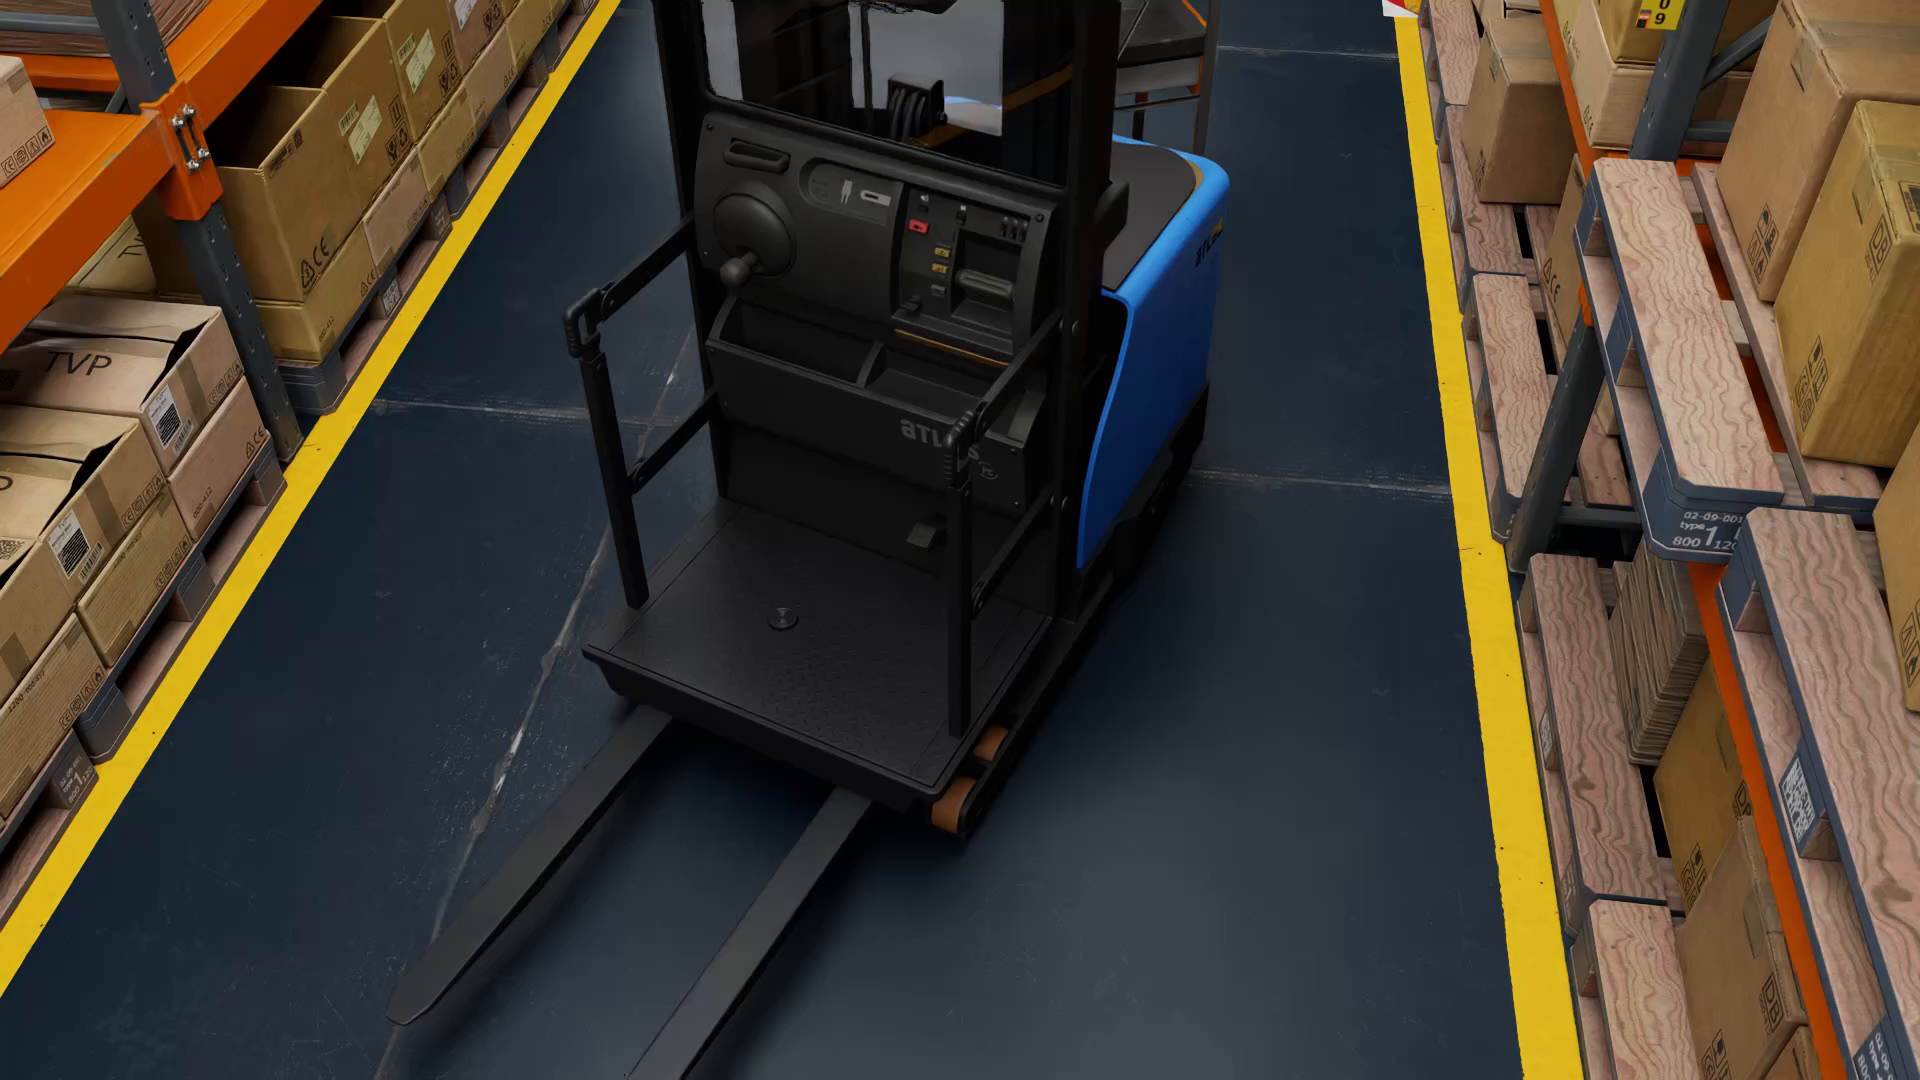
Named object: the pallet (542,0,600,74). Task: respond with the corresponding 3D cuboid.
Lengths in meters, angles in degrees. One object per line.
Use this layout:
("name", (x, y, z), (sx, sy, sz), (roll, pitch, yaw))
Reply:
("pallet", (-2.242, -2.615, 7.858), (1.003, 0.211, 1.213), (5, 44, 6))

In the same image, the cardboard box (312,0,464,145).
("cardboard box", (-2.207, -1.822, 6.142), (0.500, 0.500, 0.500), (5, 44, 6))

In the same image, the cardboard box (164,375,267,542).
("cardboard box", (-2.479, -0.272, 5.050), (0.500, 0.250, 0.500), (5, 44, 5))

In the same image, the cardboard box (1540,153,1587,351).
("cardboard box", (2.297, -0.942, 5.561), (0.500, 0.500, 0.500), (2, 43, 2))

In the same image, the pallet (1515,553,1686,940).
("pallet", (2.098, 0.564, 4.500), (1.003, 0.211, 1.213), (5, 44, 6))

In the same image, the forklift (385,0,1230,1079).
("forklift", (-0.320, -0.639, 3.794), (1.130, 2.935, 3.031), (20, 47, 19))

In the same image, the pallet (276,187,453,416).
("pallet", (-2.564, -0.952, 6.102), (1.003, 0.211, 1.213), (5, 44, 6))

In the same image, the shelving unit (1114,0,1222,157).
("shelving unit", (0.515, -1.499, 5.305), (0.431, 2.100, 0.503), (-12, 45, -12))

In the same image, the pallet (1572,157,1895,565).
("pallet", (1.954, -0.402, 3.632), (1.003, 0.211, 1.213), (5, 44, 6))

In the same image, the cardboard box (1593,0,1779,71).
("cardboard box", (1.956, -1.554, 4.259), (0.500, 0.500, 0.500), (5, 44, 5))

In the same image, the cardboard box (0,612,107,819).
("cardboard box", (-2.614, 0.422, 4.318), (0.500, 0.250, 0.500), (6, 44, 6))

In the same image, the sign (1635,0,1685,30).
("sign", (1.661, -1.337, 3.851), (0.100, 0.325, 0.005), (5, 44, 6))

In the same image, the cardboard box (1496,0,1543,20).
("cardboard box", (2.472, -2.036, 6.855), (0.500, 0.311, 0.500), (9, 44, 9))

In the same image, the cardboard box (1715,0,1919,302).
("cardboard box", (2.099, -0.831, 3.553), (0.700, 0.500, 0.500), (5, 44, 6))

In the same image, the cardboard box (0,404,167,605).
("cardboard box", (-2.543, -0.127, 4.489), (0.500, 0.311, 0.500), (6, 44, 7))

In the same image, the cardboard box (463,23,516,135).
("cardboard box", (-2.147, -1.891, 6.760), (0.500, 0.250, 0.500), (5, 44, 6))

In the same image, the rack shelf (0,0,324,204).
("rack shelf", (-2.447, -2.528, 6.262), (1.077, 0.370, 4.000), (5, 44, 6))

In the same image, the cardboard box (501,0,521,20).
("cardboard box", (-2.076, -2.504, 6.862), (0.500, 0.500, 0.500), (5, 44, 6))

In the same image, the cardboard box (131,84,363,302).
("cardboard box", (-2.339, -1.141, 5.422), (0.500, 0.500, 0.500), (5, 44, 6))

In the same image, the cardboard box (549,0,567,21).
("cardboard box", (-2.014, -2.573, 7.480), (0.500, 0.250, 0.500), (5, 44, 6))

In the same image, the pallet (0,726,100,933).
("pallet", (-2.929, 0.925, 4.119), (1.003, 0.211, 1.213), (5, 44, 6))

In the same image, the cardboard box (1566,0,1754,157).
("cardboard box", (1.962, -1.282, 4.517), (0.500, 0.250, 0.500), (5, 44, 6))

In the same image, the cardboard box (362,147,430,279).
("cardboard box", (-2.278, -1.209, 6.040), (0.500, 0.250, 0.500), (5, 44, 6))

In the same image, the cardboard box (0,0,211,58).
("cardboard box", (-2.659, -1.766, 4.861), (0.700, 0.500, 0.500), (4, 44, 4))

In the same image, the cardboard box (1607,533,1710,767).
("cardboard box", (2.119, 0.272, 4.279), (0.700, 0.500, 0.500), (7, 44, 7))

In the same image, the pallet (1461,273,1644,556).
("pallet", (2.253, -0.427, 5.548), (1.003, 0.211, 1.213), (5, 44, 6))

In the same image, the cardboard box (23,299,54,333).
("cardboard box", (-3.013, -0.525, 4.910), (0.500, 0.311, 0.500), (5, 44, 6))

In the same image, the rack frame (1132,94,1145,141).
("rack frame", (0.443, -1.659, 5.475), (0.400, 2.100, 0.015), (-12, 45, -12))

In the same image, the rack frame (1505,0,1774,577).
("rack frame", (2.200, -0.979, 4.102), (1.000, 3.000, 0.127), (5, 44, 6))

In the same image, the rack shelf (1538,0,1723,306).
("rack shelf", (2.464, -2.081, 5.789), (1.077, 0.370, 4.000), (5, 44, 6))

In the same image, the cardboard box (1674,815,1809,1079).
("cardboard box", (1.993, 0.973, 3.539), (0.700, 0.500, 0.500), (6, 44, 6))

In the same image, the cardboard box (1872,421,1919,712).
("cardboard box", (1.961, 0.001, 2.675), (0.700, 0.500, 0.500), (11, 45, 11))
